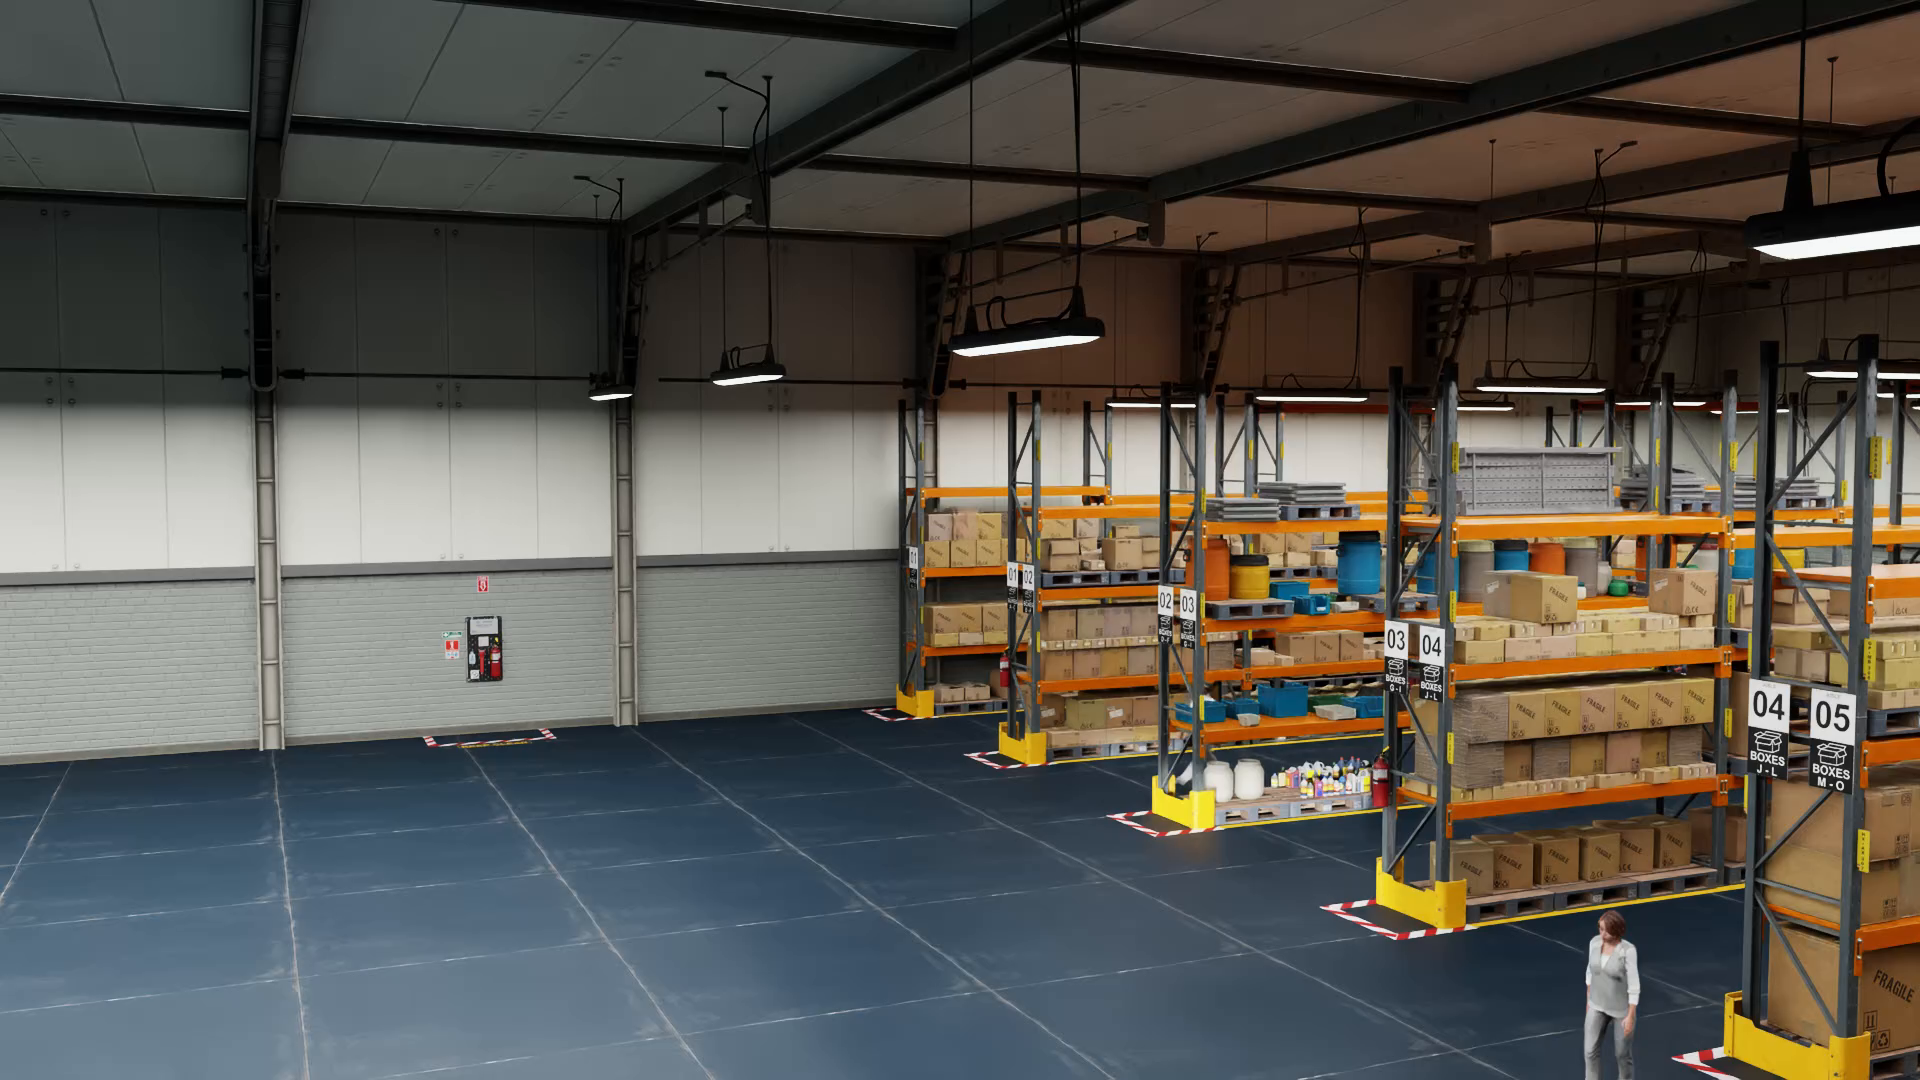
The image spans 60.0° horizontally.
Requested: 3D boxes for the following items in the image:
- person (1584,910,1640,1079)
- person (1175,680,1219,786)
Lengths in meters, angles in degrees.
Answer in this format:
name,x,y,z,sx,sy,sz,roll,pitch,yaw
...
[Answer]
name,x,y,z,sx,sy,sz,roll,pitch,yaw
person,4.980,3.625,12.721,0.634,1.603,0.465,-3,5,-44
person,3.531,2.876,24.856,1.053,1.624,0.457,-1,4,-19
